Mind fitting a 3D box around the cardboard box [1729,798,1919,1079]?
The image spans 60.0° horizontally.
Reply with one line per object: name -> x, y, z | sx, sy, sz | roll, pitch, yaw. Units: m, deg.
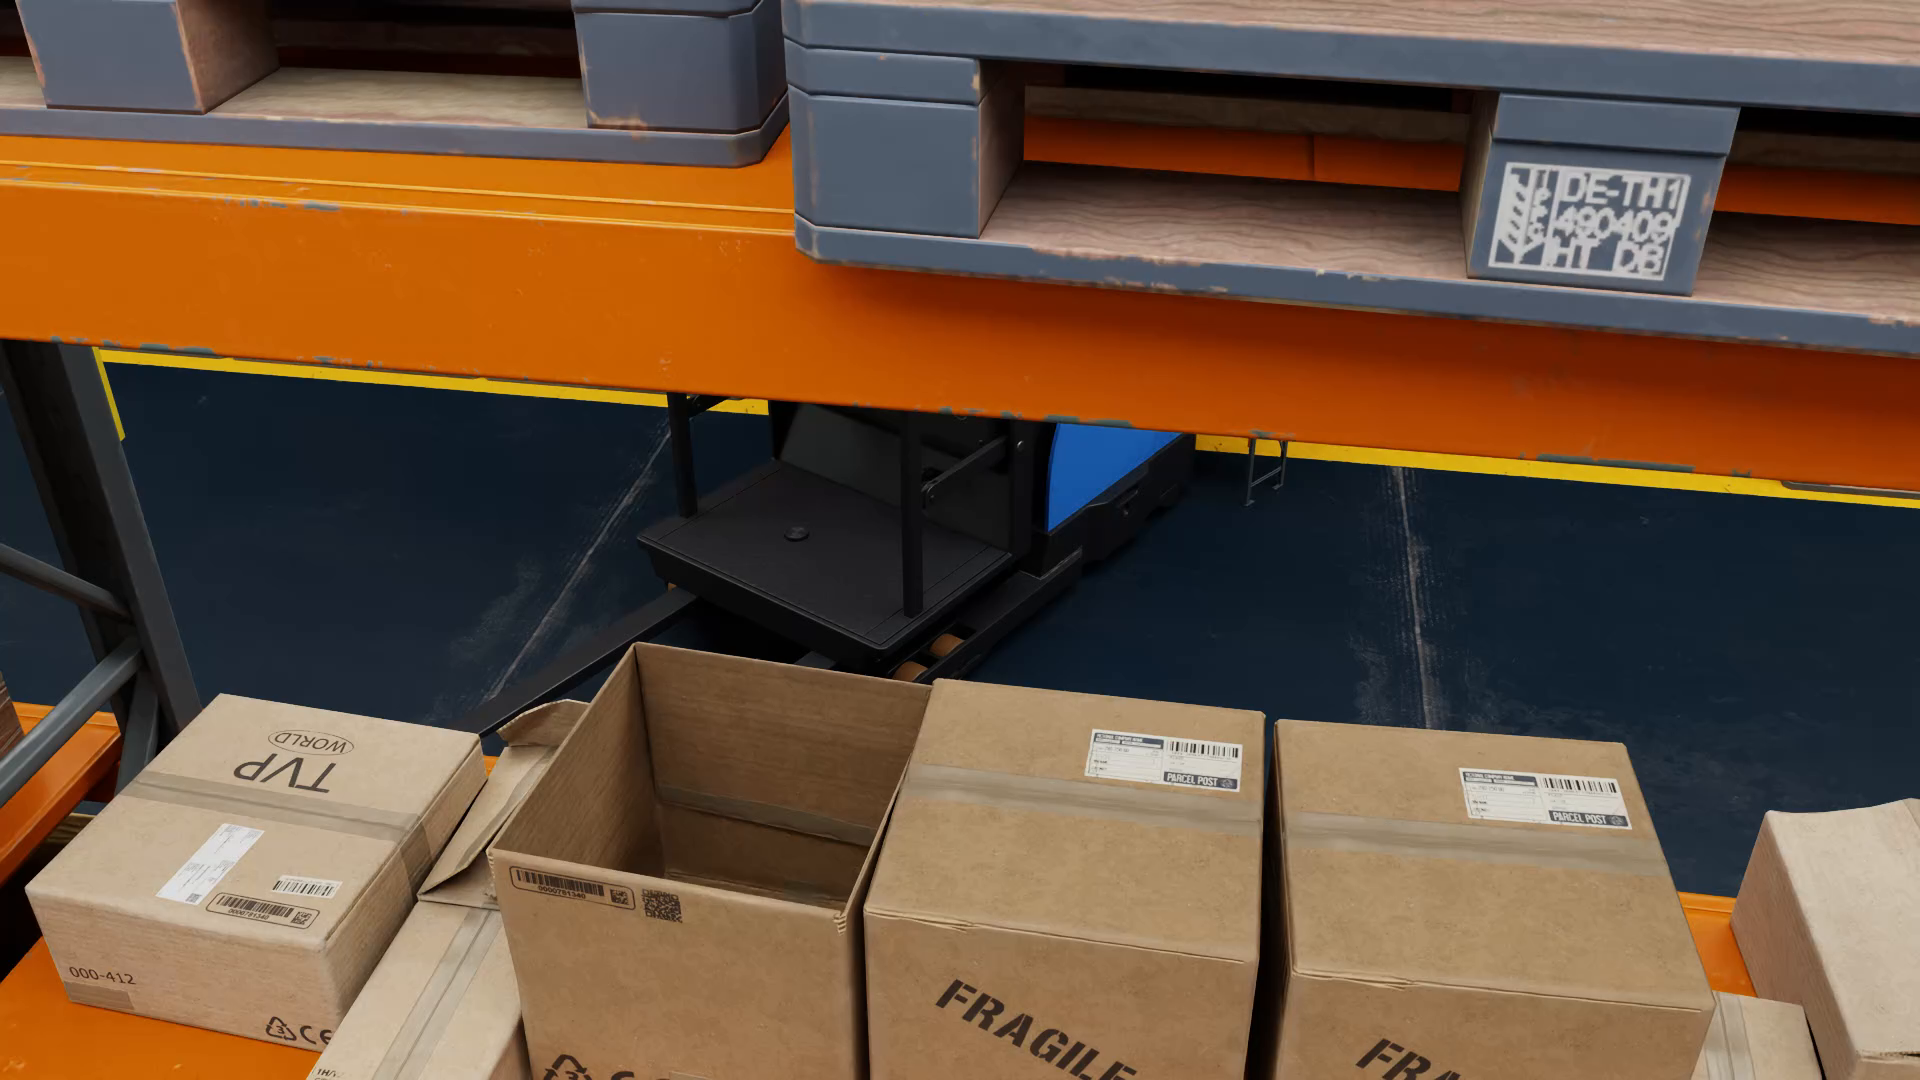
cardboard box -> 1.491, 0.658, 2.456 | 0.500, 0.311, 0.500 | 5, 32, 8

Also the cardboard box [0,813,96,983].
cardboard box -> -2.008, 0.908, 3.461 | 0.500, 0.500, 0.500 | 5, 32, 8

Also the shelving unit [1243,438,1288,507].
shelving unit -> 1.020, -0.776, 6.358 | 0.258, 1.200, 0.503 | -27, 41, -36

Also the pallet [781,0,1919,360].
pallet -> 0.553, -0.503, 1.577 | 1.213, 0.211, 1.003 | 7, 33, 10

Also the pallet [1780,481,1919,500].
pallet -> 3.934, -0.498, 6.847 | 1.213, 0.211, 1.003 | 5, 32, 8

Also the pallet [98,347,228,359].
pallet -> -3.847, -1.225, 8.007 | 1.213, 0.211, 1.003 | 5, 32, 8

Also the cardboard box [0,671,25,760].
cardboard box -> -2.042, 0.365, 2.745 | 0.500, 0.500, 0.700 | 4, 32, 7

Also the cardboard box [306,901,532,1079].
cardboard box -> -0.764, 0.736, 2.483 | 0.250, 0.149, 0.380 | 5, 32, 8

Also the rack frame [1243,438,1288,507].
rack frame -> 1.191, -0.683, 6.210 | 0.240, 1.200, 0.015 | -27, 41, -36

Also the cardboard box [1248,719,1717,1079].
cardboard box -> 0.683, 0.617, 2.342 | 0.500, 0.500, 0.500 | 3, 32, 6

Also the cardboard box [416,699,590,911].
cardboard box -> -0.706, 0.483, 2.777 | 0.258, 0.266, 0.396 | 4, 32, 7

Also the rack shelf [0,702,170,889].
rack shelf -> -3.575, 0.570, 3.190 | 4.000, 0.370, 1.077 | 5, 32, 8

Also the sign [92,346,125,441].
sign -> -1.521, -0.298, 2.882 | 0.005, 0.325, 0.100 | 5, 32, 8

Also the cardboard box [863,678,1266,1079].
cardboard box -> 0.164, 0.570, 2.418 | 0.500, 0.500, 0.500 | 5, 32, 8

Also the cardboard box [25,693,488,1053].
cardboard box -> -1.110, 0.529, 2.720 | 0.500, 0.250, 0.500 | 7, 33, 11

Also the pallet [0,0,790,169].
pallet -> -0.732, -0.675, 1.854 | 1.217, 0.209, 0.805 | 4, 32, 6

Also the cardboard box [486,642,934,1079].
cardboard box -> -0.330, 0.526, 2.489 | 0.500, 0.500, 0.500 | 7, 33, 12

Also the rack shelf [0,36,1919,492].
rack shelf -> 0.368, -0.344, 1.824 | 4.000, 0.370, 1.077 | 5, 32, 8

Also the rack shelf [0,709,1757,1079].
rack shelf -> 0.368, 0.927, 2.619 | 4.000, 0.370, 1.077 | 5, 32, 8

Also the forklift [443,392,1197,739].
forklift -> -0.379, -0.979, 5.051 | 1.130, 2.935, 3.031 | 22, 38, 31

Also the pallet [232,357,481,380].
pallet -> -2.648, -1.114, 7.831 | 1.213, 0.211, 1.003 | 5, 32, 8

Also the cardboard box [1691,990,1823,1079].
cardboard box -> 1.073, 0.823, 2.345 | 0.250, 0.149, 0.380 | 8, 33, 12

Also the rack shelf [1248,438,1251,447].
rack shelf -> 1.020, -0.550, 6.499 | 0.258, 0.148, 0.480 | -27, 41, -36

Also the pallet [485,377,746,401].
pallet -> -1.441, -1.007, 7.659 | 1.213, 0.211, 1.003 | 5, 32, 8
